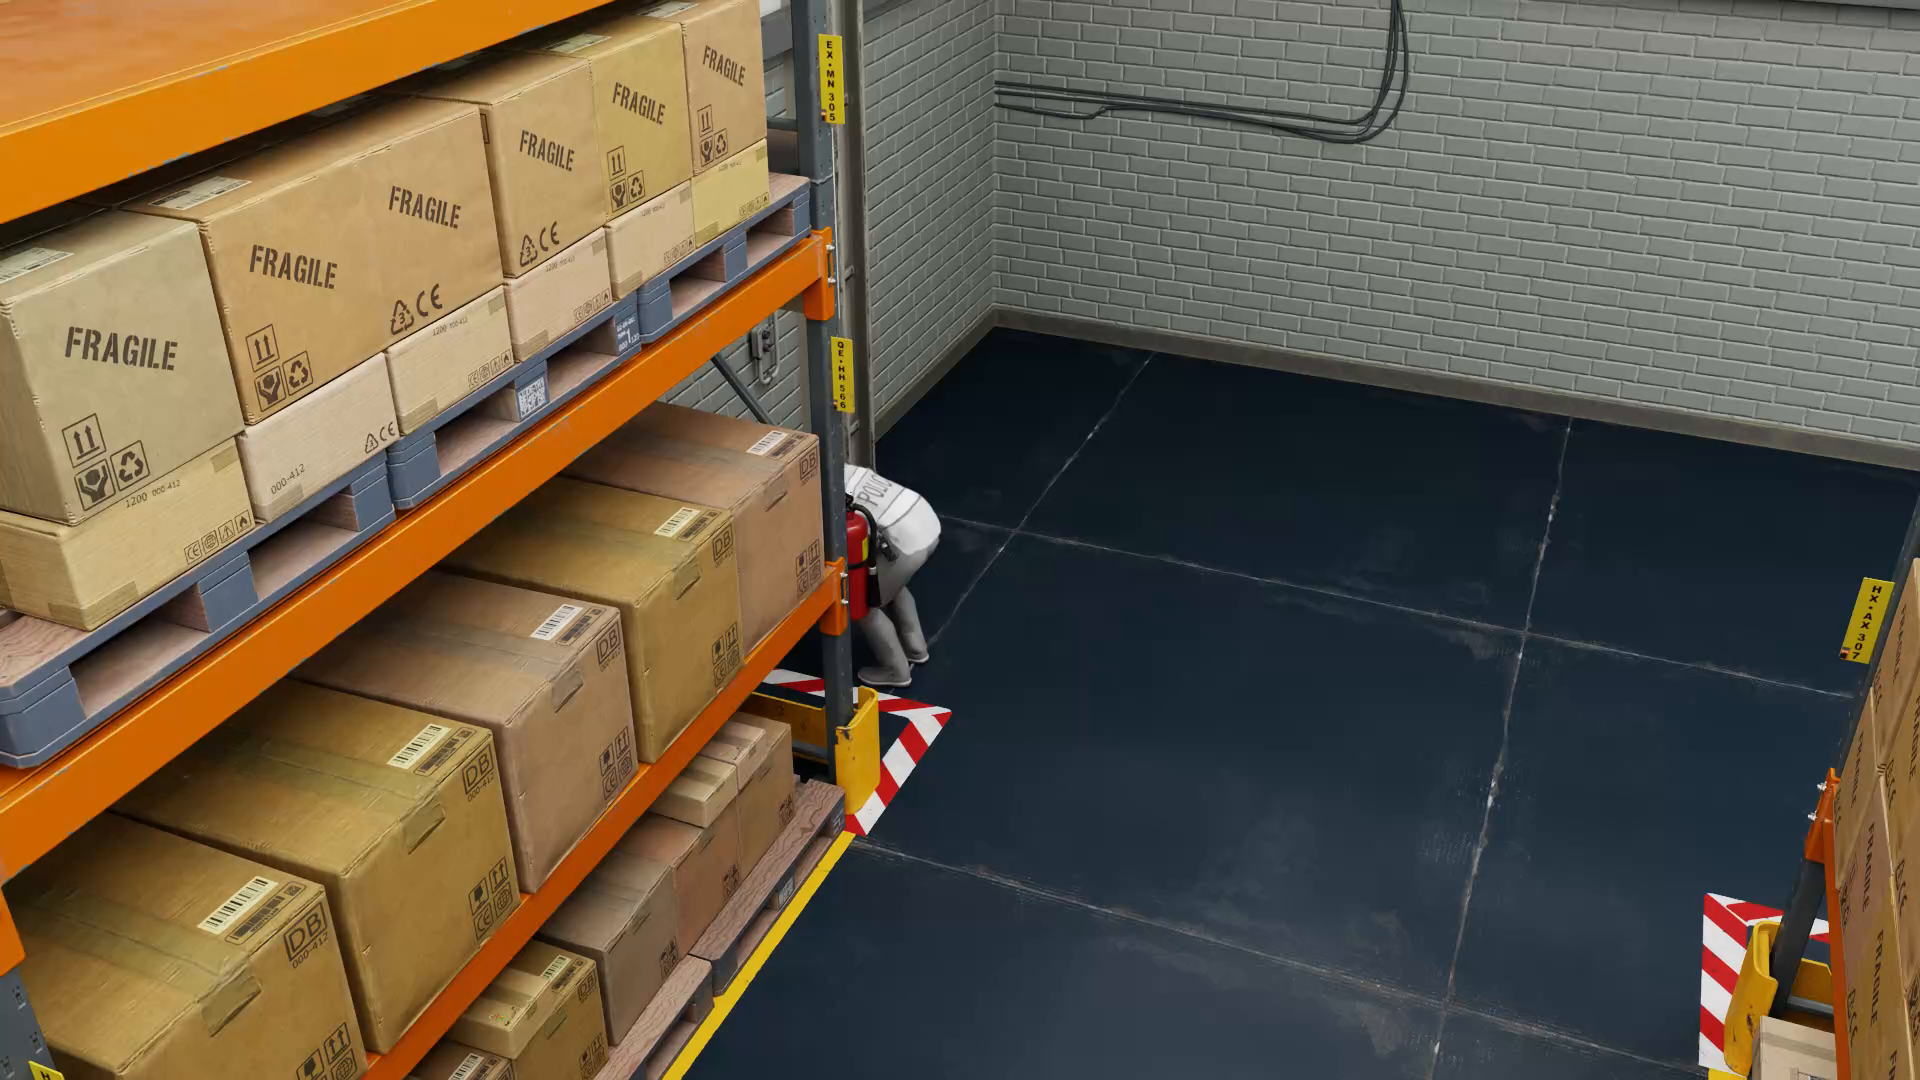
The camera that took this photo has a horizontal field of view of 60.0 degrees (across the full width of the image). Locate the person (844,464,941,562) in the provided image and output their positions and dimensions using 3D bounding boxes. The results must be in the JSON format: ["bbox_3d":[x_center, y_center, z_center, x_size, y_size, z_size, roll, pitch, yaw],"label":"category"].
[{"bbox_3d":[-0.519,-0.046,8.504,0.844,0.802,0.411,10,31,17],"label":"person"}]
